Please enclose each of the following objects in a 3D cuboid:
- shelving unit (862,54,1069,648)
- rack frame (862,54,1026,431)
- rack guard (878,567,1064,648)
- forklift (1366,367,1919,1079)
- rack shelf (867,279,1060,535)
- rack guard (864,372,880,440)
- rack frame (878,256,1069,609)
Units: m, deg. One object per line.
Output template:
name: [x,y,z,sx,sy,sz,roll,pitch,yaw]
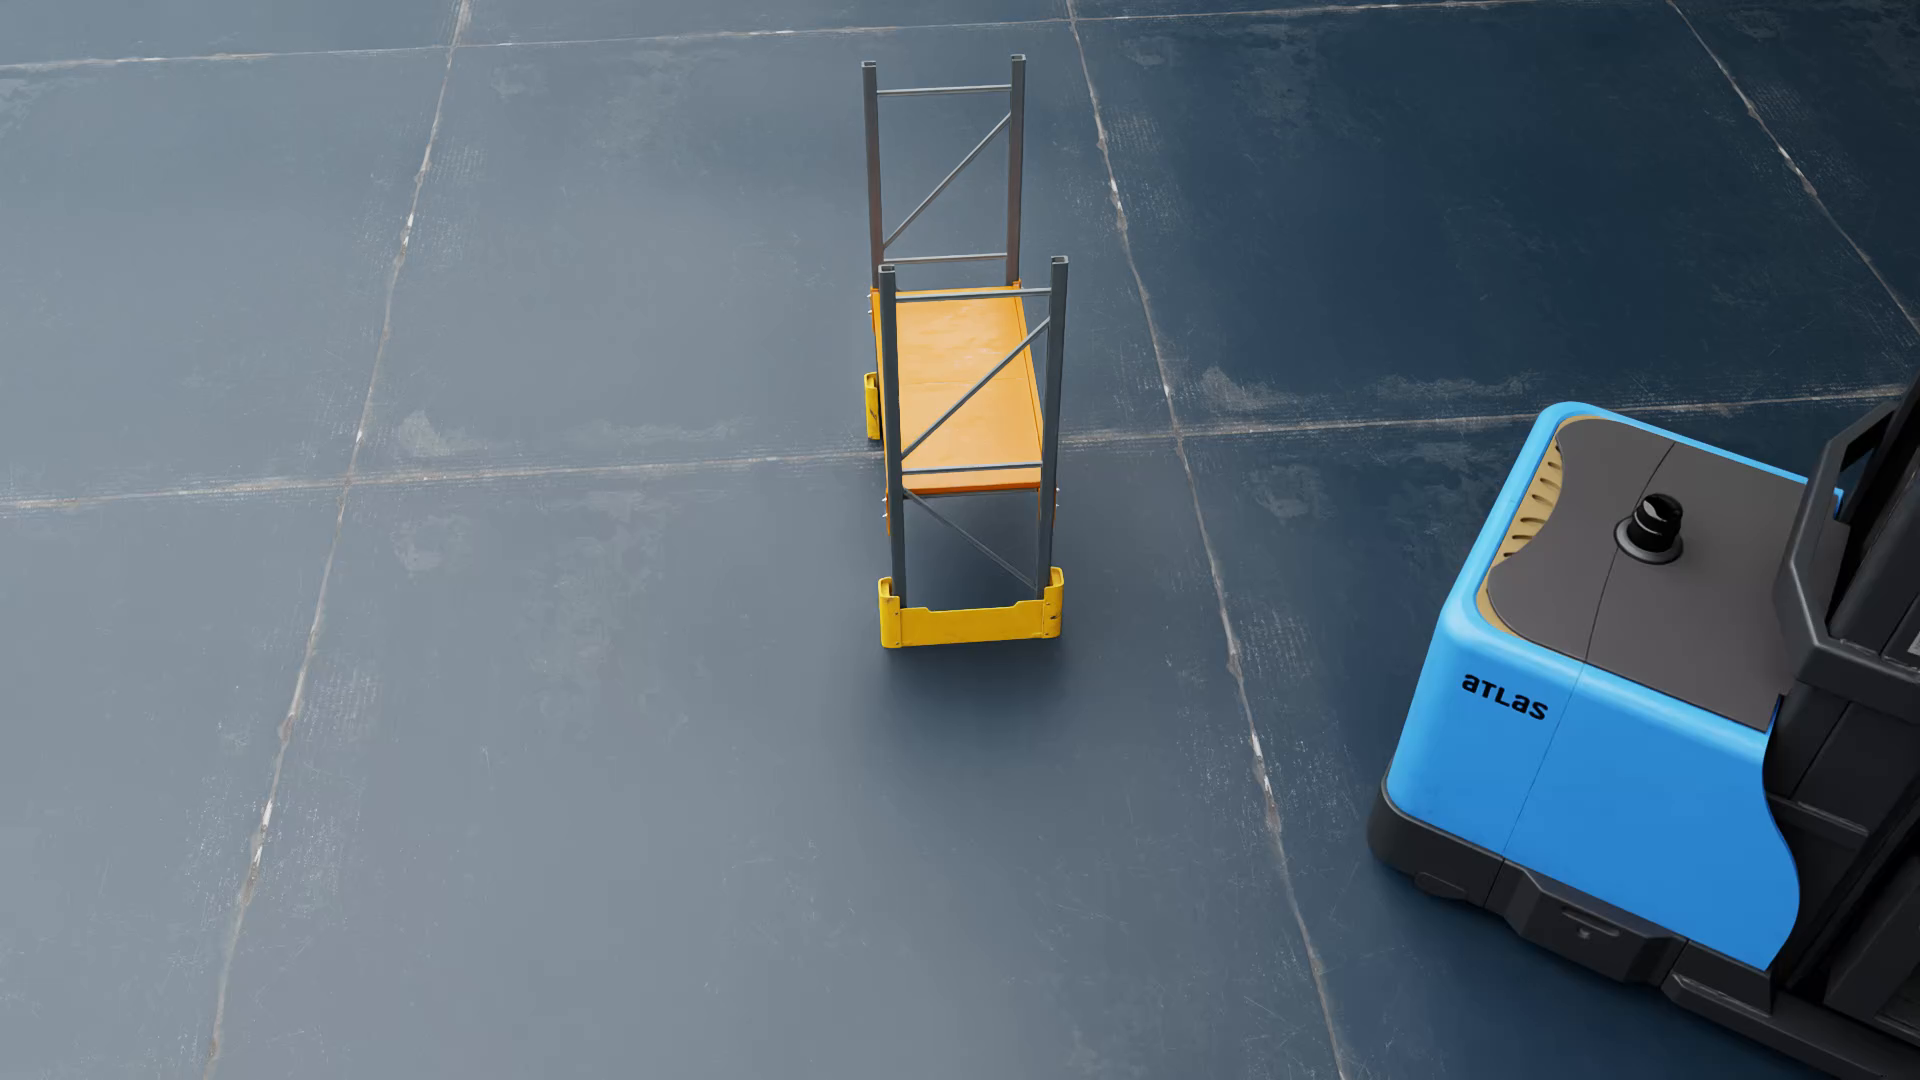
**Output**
shelving unit: [-0.006,-0.571,5.258,0.587,1.500,1.083,-3,47,-3]
rack frame: [-0.050,-0.945,5.612,0.500,1.500,0.032,-3,47,-3]
rack guard: [0.035,0.219,5.370,0.587,0.250,0.087,-3,47,-3]
forklift: [2.716,0.158,3.581,3.031,2.935,1.130,23,51,20]
rack shelf: [-0.007,-0.454,5.395,0.538,0.185,1.000,-3,47,-3]
rack guard: [-0.048,-0.501,6.053,0.587,0.250,0.087,-3,47,-3]
rack frame: [0.035,-0.210,4.916,0.500,1.500,0.032,-3,47,-3]
